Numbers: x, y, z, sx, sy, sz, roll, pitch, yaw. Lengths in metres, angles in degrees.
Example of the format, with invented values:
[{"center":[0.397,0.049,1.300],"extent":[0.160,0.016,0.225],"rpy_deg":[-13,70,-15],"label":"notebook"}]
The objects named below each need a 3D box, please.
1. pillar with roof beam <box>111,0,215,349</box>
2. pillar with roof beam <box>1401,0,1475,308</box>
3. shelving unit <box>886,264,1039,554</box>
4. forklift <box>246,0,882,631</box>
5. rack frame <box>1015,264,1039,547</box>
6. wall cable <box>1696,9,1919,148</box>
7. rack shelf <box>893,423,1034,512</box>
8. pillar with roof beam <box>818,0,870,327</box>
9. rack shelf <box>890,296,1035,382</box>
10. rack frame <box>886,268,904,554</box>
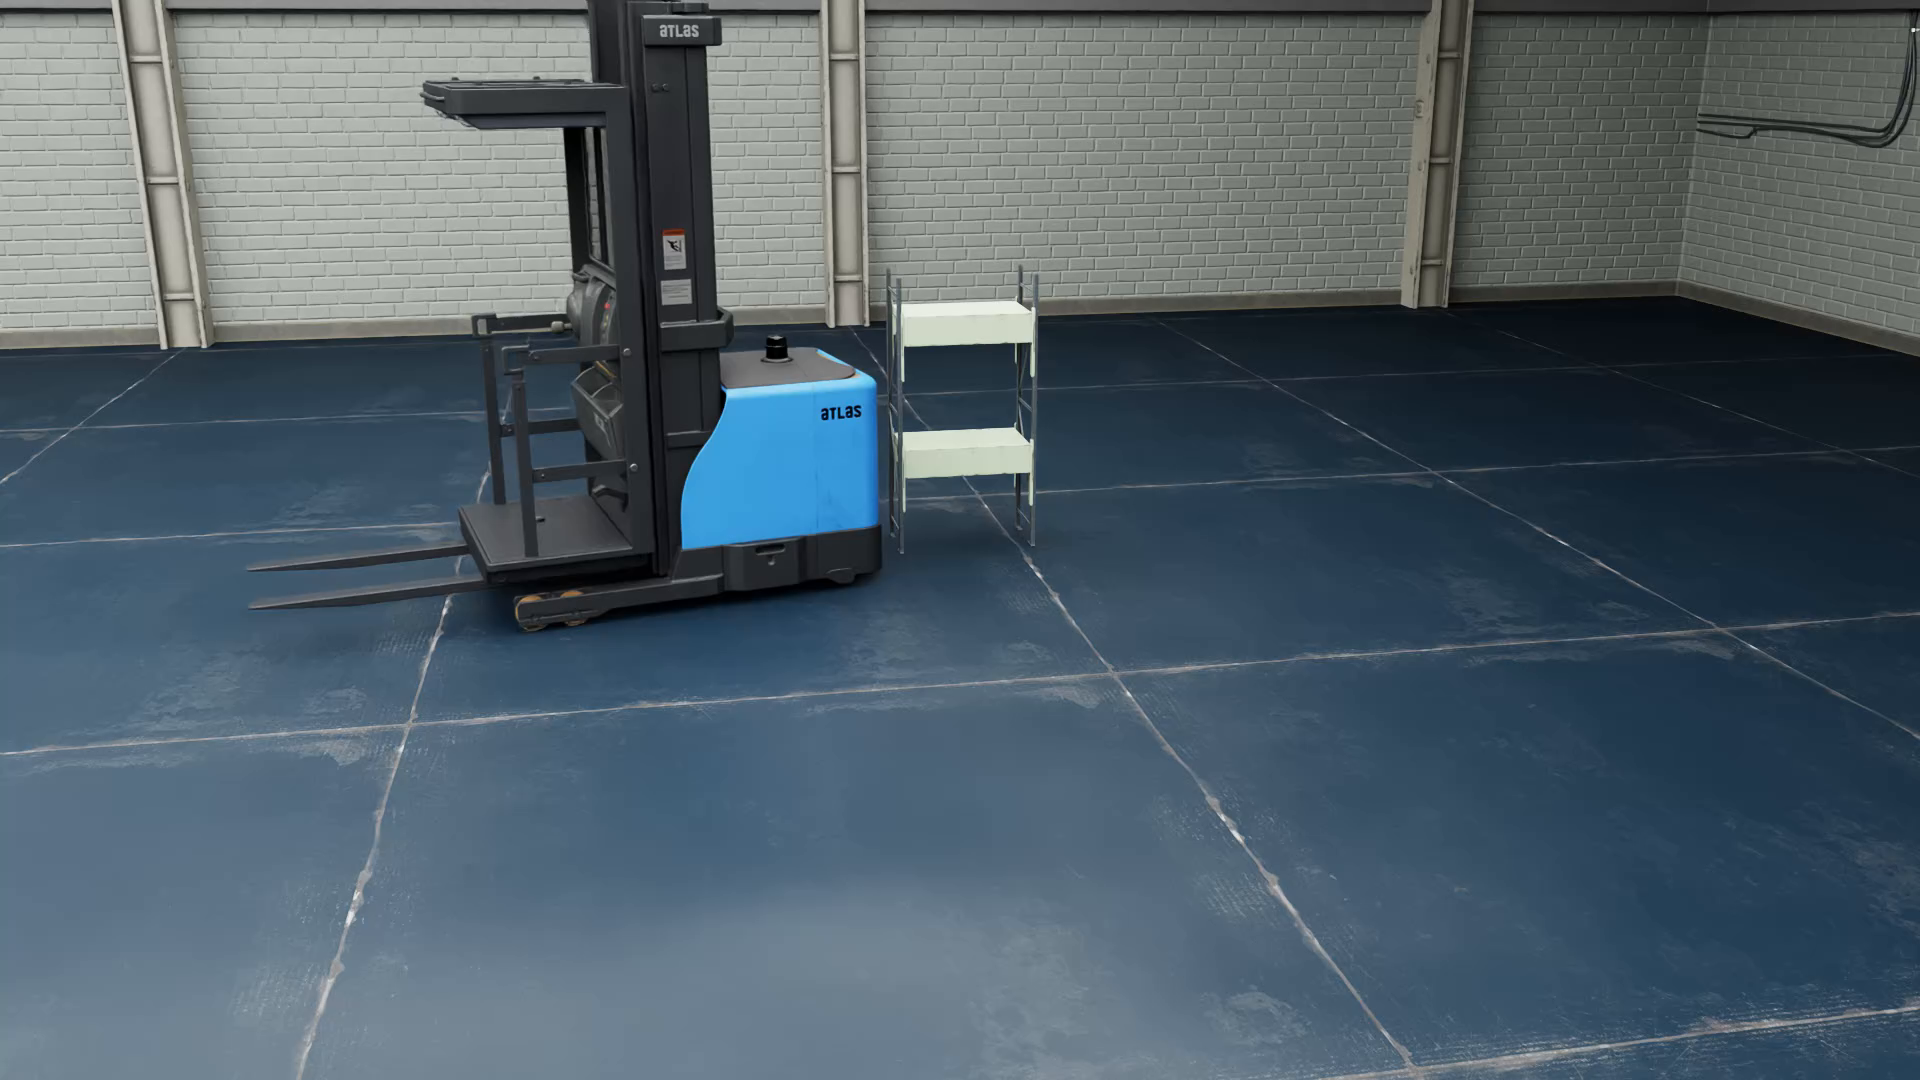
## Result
[{"center":[-6.164,-4.821,9.682],"extent":[0.400,9.000,9.100],"rpy_deg":[-3,17,-10],"label":"pillar with roof beam"},{"center":[5.618,-5.489,11.858],"extent":[0.400,9.000,9.100],"rpy_deg":[-3,17,-10],"label":"pillar with roof beam"},{"center":[0.007,-0.717,9.093],"extent":[0.755,1.500,0.431],"rpy_deg":[-3,17,-10],"label":"shelving unit"},{"center":[-1.969,-1.143,8.042],"extent":[3.031,2.935,1.130],"rpy_deg":[-7,18,-22],"label":"forklift"},{"center":[0.366,-0.738,9.159],"extent":[0.023,1.500,0.400],"rpy_deg":[-3,17,-10],"label":"rack frame"},{"center":[7.945,-5.029,15.647],"extent":[0.112,2.526,3.097],"rpy_deg":[-3,17,-10],"label":"wall cable"},{"center":[0.007,-0.406,9.189],"extent":[0.720,0.370,0.431],"rpy_deg":[-3,17,-10],"label":"rack shelf"},{"center":[-0.273,-5.155,10.770],"extent":[0.400,9.000,9.100],"rpy_deg":[-3,17,-10],"label":"pillar with roof beam"},{"center":[0.007,-1.090,8.978],"extent":[0.720,0.370,0.431],"rpy_deg":[-3,17,-10],"label":"rack shelf"},{"center":[-0.353,-0.697,9.026],"extent":[0.023,1.500,0.400],"rpy_deg":[-3,17,-10],"label":"rack frame"}]
